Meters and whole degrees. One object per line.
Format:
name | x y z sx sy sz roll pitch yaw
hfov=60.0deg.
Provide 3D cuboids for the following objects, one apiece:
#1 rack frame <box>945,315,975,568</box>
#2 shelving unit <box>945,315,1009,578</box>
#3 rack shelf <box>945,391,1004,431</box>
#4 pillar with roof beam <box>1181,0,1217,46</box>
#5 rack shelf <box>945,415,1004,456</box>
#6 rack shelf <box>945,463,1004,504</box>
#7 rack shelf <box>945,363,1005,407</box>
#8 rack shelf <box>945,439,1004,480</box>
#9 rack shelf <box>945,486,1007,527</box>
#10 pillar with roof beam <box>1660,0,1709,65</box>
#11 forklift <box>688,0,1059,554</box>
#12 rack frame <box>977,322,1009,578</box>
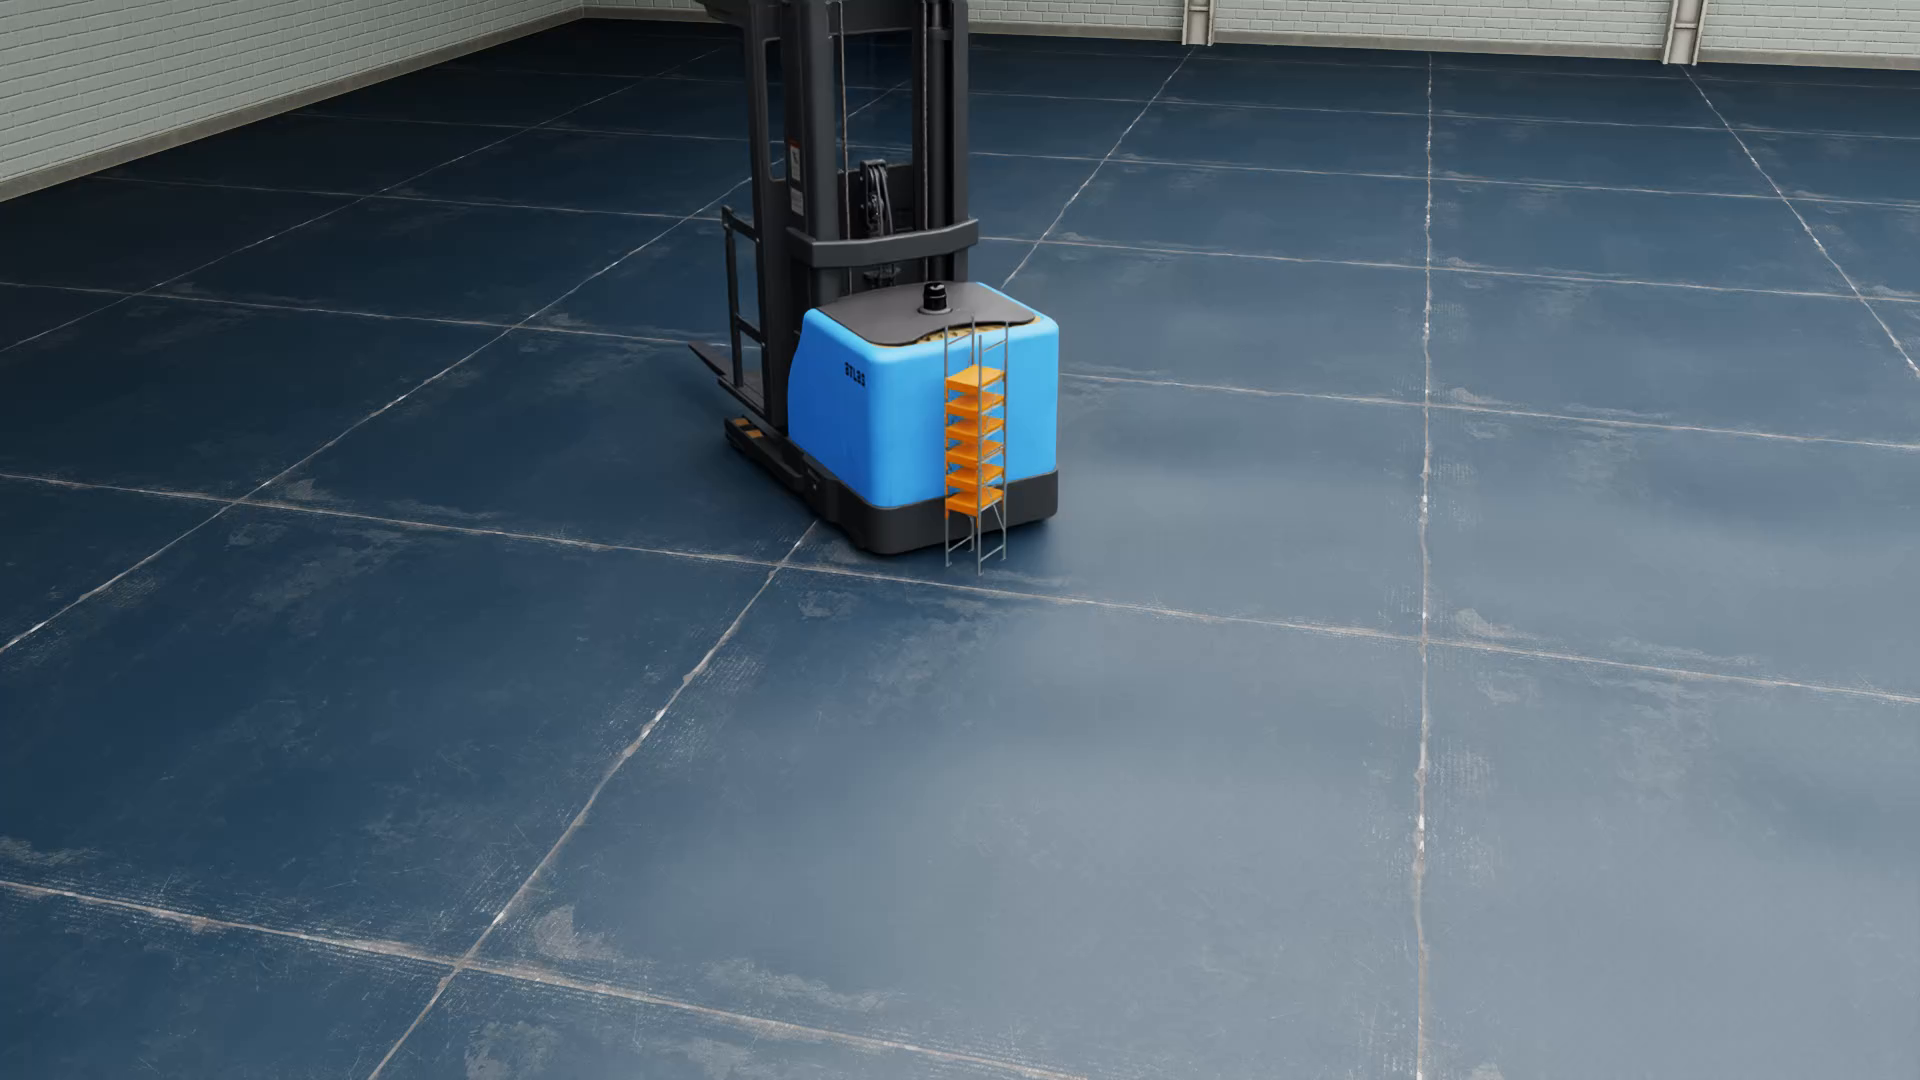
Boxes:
rack frame | 0.000 -0.450 7.799 0.006 1.200 0.240 16 30 30
shelving unit | 0.076 -0.428 7.753 0.189 1.200 0.258 16 30 30
rack shelf | 0.076 -0.604 7.669 0.180 0.103 0.258 16 30 30
pillar with roof beam | 2.095 -8.884 16.443 0.400 9.000 9.100 6 26 13
rack shelf | 0.076 -0.496 7.720 0.180 0.103 0.258 16 30 30
rack shelf | 0.076 -0.279 7.823 0.180 0.103 0.258 16 30 30
rack shelf | 0.076 -0.713 7.617 0.180 0.103 0.258 16 30 30
rack shelf | 0.076 -0.388 7.772 0.180 0.103 0.258 16 30 30
rack shelf | 0.076 -0.171 7.875 0.180 0.103 0.258 16 30 30
pillar with roof beam | 7.906 -8.242 15.093 0.400 9.000 9.100 6 26 13
forklift | -0.662 -1.852 8.731 1.130 2.935 3.031 -13 29 -26
rack frame | 0.152 -0.406 7.707 0.006 1.200 0.240 16 30 30
